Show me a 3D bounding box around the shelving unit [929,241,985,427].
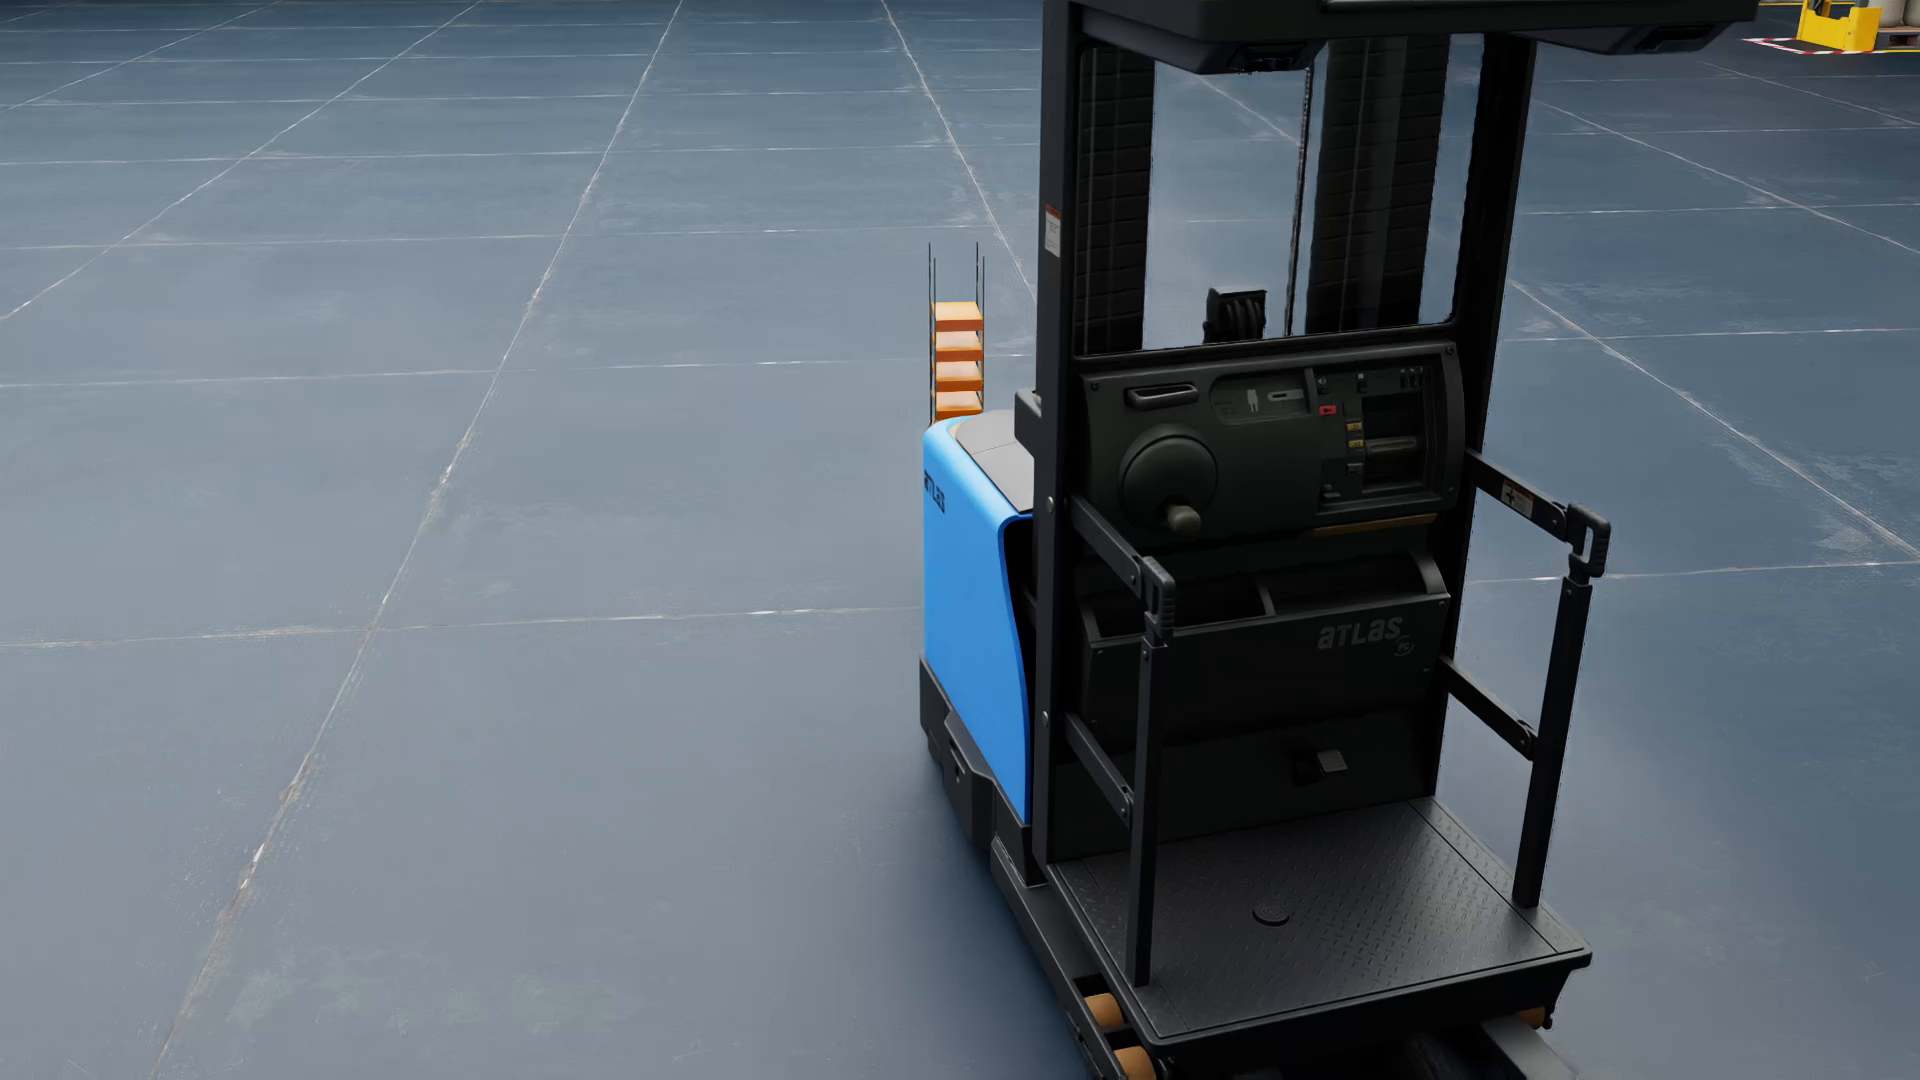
[{"bbox_3d":[-0.014,-0.548,6.505,0.189,1.200,0.258,-2,24,-5],"label":"shelving unit"}]

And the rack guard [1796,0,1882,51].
[{"bbox_3d":[10.752,-6.323,20.361,0.348,0.500,1.175,-2,24,-5],"label":"rack guard"}]

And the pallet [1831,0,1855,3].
[{"bbox_3d":[13.383,-8.317,25.201,1.213,0.211,1.003,-2,24,-5],"label":"pallet"}]

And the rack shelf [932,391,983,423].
[{"bbox_3d":[-0.014,-0.507,6.523,0.180,0.103,0.258,-2,24,-5],"label":"rack shelf"}]

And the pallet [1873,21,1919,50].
[{"bbox_3d":[11.561,-6.222,20.488,1.213,0.211,1.003,-2,24,-5],"label":"pallet"}]

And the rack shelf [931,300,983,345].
[{"bbox_3d":[-0.014,-0.836,6.377,0.180,0.103,0.258,-2,24,-5],"label":"rack shelf"}]

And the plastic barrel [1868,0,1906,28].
[{"bbox_3d":[11.328,-6.556,20.352,0.421,0.512,0.421,0,24,0],"label":"plastic barrel"}]

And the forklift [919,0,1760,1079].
[{"bbox_3d":[0.787,-0.200,3.591,1.130,2.935,3.031,-7,25,-15],"label":"forklift"}]

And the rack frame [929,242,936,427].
[{"bbox_3d":[-0.105,-0.544,6.497,0.006,1.200,0.240,-2,24,-5],"label":"rack frame"}]

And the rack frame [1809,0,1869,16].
[{"bbox_3d":[10.681,-7.444,19.804,0.127,3.000,1.000,-2,24,-5],"label":"rack frame"}]

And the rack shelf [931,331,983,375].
[{"bbox_3d":[-0.014,-0.726,6.426,0.180,0.103,0.258,-2,24,-5],"label":"rack shelf"}]

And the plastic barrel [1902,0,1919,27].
[{"bbox_3d":[11.827,-6.576,20.397,0.421,0.512,0.421,0,24,0],"label":"plastic barrel"}]

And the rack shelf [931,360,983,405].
[{"bbox_3d":[-0.014,-0.617,6.474,0.180,0.103,0.258,-2,24,-5],"label":"rack shelf"}]

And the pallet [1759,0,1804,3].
[{"bbox_3d":[12.166,-8.267,25.088,1.213,0.211,1.003,-2,24,-5],"label":"pallet"}]

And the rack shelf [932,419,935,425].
[{"bbox_3d":[-0.014,-0.397,6.572,0.180,0.103,0.258,-2,24,-5],"label":"rack shelf"}]

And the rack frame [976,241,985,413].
[{"bbox_3d":[0.077,-0.551,6.513,0.006,1.200,0.240,-2,24,-5],"label":"rack frame"}]
